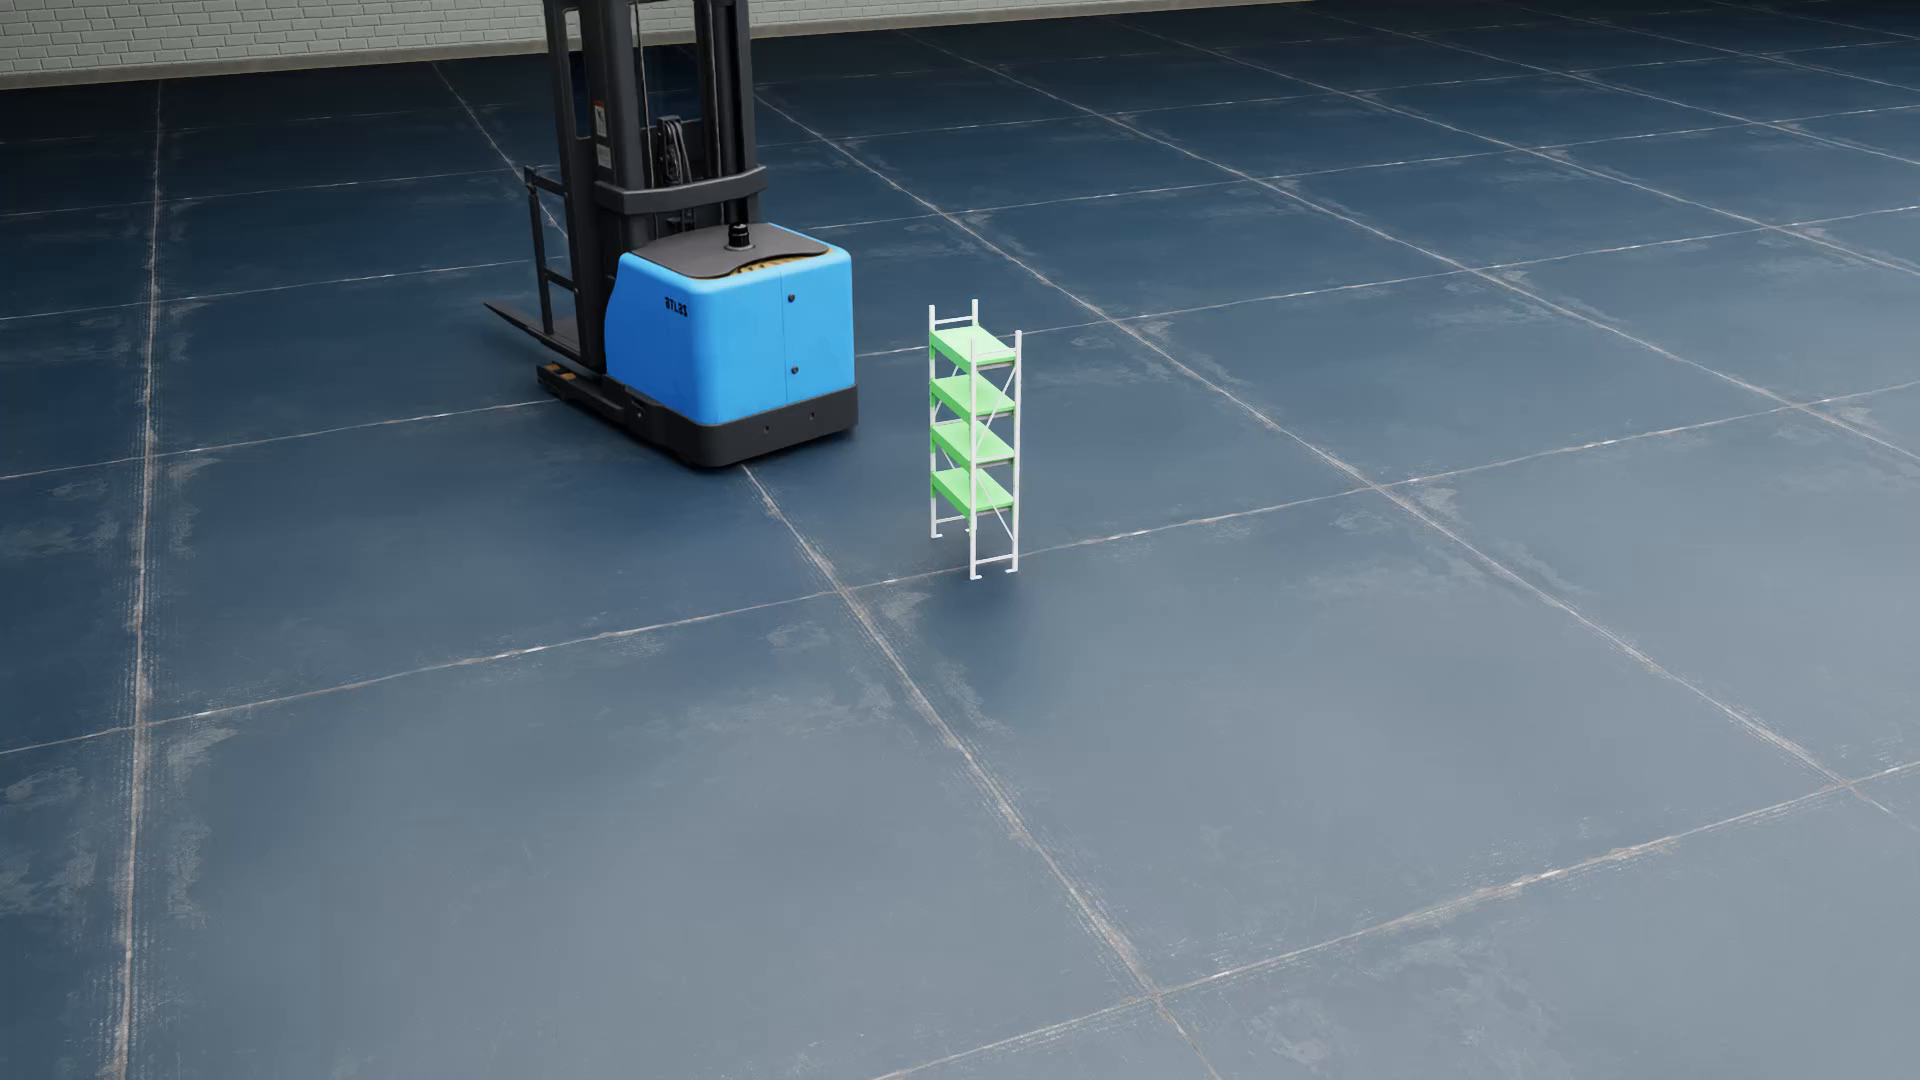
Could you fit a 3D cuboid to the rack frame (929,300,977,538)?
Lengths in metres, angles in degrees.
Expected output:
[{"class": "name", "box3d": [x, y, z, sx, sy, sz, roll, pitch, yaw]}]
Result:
[{"class": "rack frame", "box3d": [-0.031, -0.571, 8.052, 0.240, 1.200, 0.015, -11, 28, -21]}]

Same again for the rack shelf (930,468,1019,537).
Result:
[{"class": "rack shelf", "box3d": [0.065, -0.199, 7.983, 0.258, 0.148, 0.480, -11, 28, -21]}]

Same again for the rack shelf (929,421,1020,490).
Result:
[{"class": "rack shelf", "box3d": [0.065, -0.415, 7.878, 0.258, 0.148, 0.480, -11, 28, -21]}]

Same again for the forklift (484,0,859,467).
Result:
[{"class": "forklift", "box3d": [-1.911, -2.277, 9.574, 1.130, 2.935, 3.031, -20, 33, -35]}]

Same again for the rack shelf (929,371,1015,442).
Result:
[{"class": "rack shelf", "box3d": [0.065, -0.631, 7.773, 0.258, 0.148, 0.480, -11, 28, -21]}]

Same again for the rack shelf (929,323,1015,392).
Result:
[{"class": "rack shelf", "box3d": [0.065, -0.846, 7.667, 0.258, 0.148, 0.480, -11, 28, -21]}]

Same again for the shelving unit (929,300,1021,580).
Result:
[{"class": "shelving unit", "box3d": [0.065, -0.472, 7.850, 0.258, 1.200, 0.503, -11, 28, -21]}]

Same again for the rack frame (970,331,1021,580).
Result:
[{"class": "rack frame", "box3d": [0.160, -0.374, 7.648, 0.240, 1.200, 0.015, -11, 28, -21]}]
